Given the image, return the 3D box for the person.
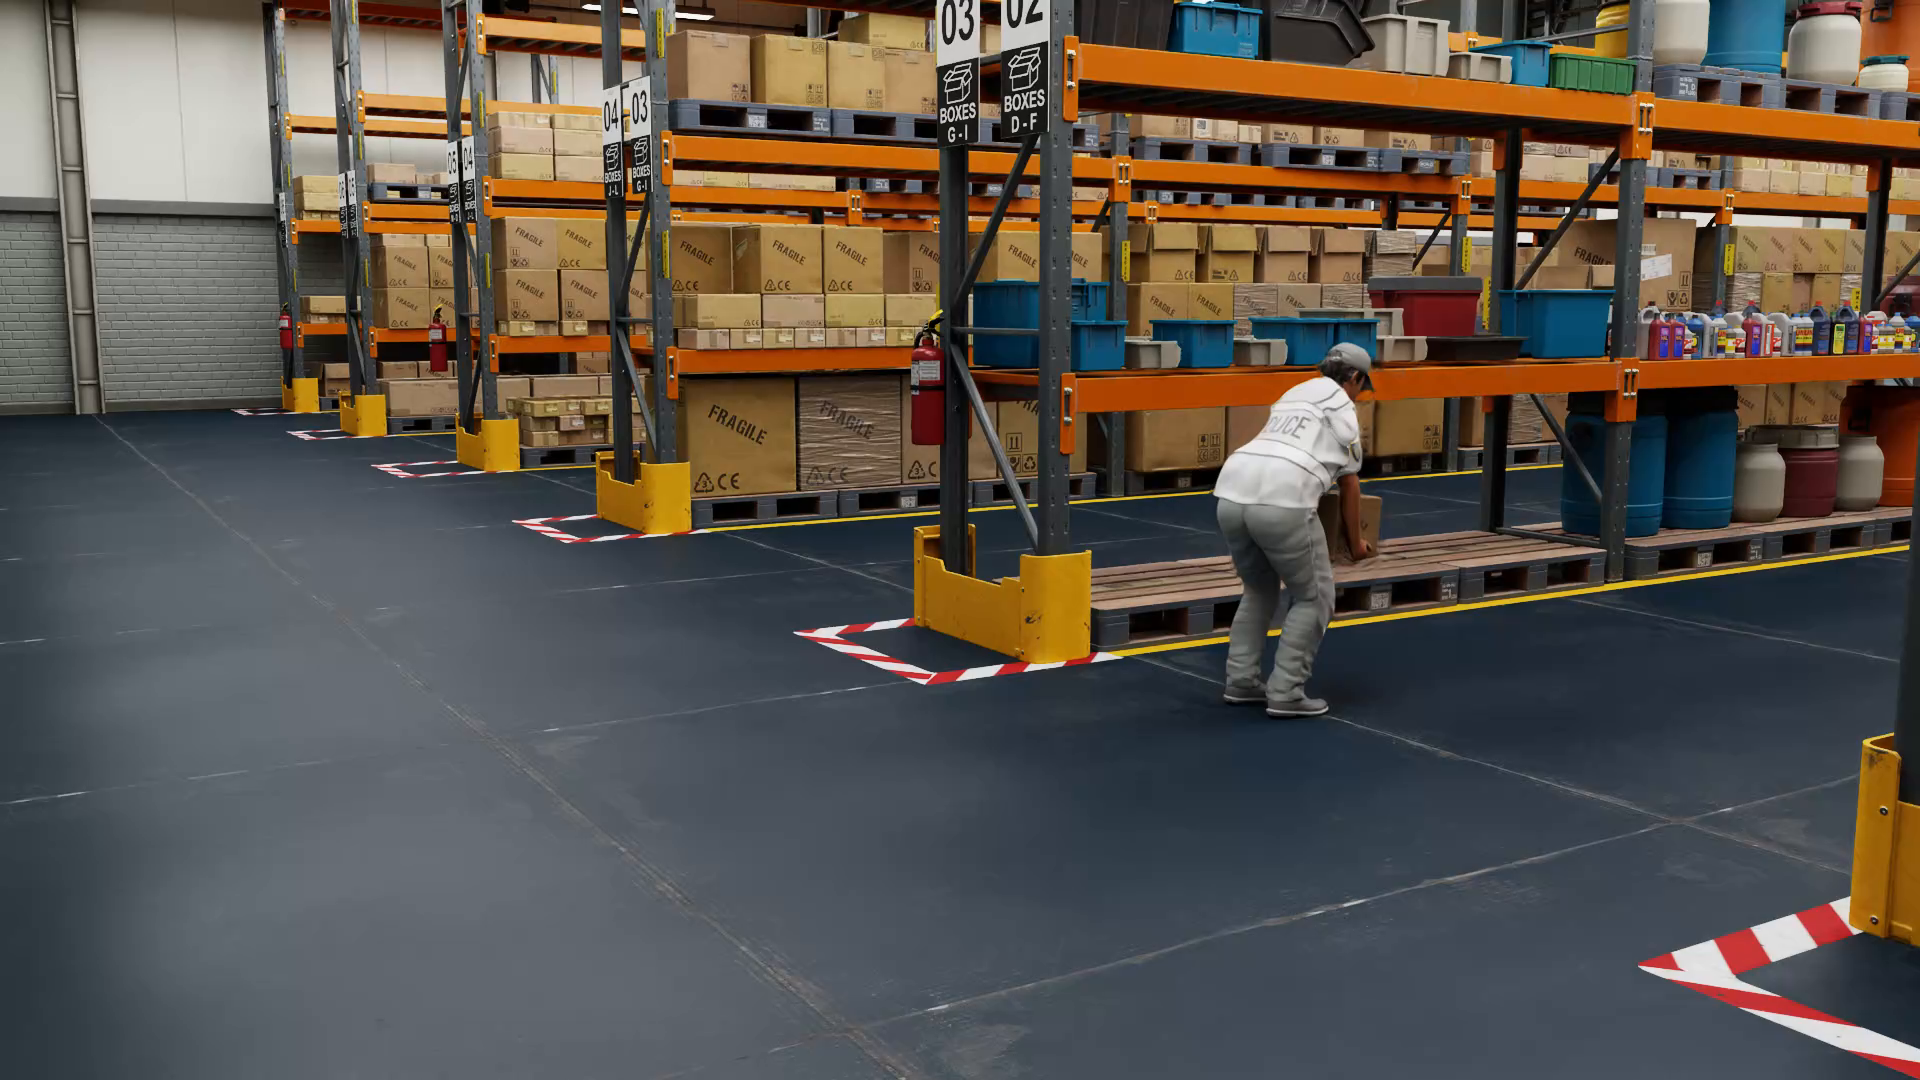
[{"bbox_3d":[1.407,-0.049,6.820,0.772,1.484,0.459,-5,10,-32],"label":"person"}]
